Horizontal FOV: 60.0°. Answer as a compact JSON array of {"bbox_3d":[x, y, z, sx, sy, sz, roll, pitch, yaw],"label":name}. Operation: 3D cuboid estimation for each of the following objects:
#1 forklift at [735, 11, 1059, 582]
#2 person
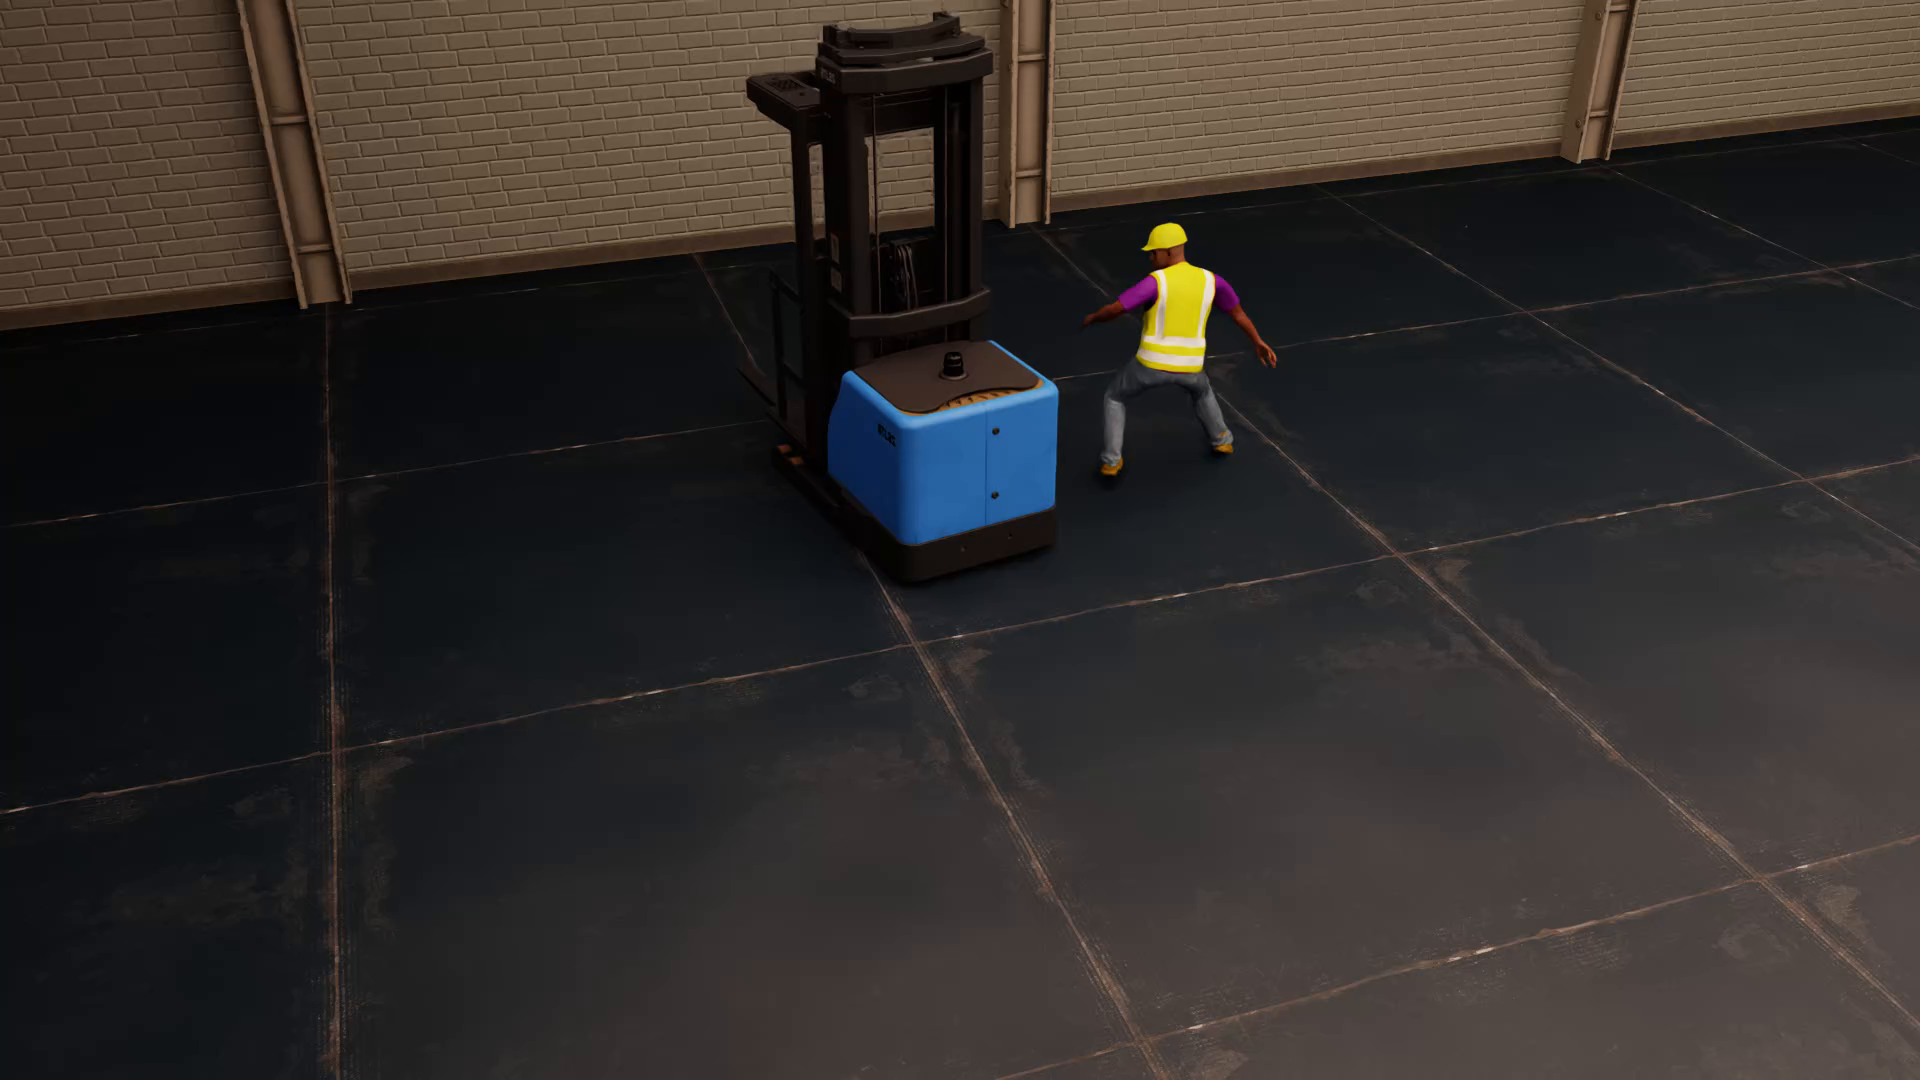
[{"bbox_3d":[-0.571,-1.739,10.110,1.130,2.935,3.031,-15,33,-24],"label":"forklift"},{"bbox_3d":[1.366,-1.134,10.510,1.153,1.721,0.568,-5,30,-9],"label":"person"}]
